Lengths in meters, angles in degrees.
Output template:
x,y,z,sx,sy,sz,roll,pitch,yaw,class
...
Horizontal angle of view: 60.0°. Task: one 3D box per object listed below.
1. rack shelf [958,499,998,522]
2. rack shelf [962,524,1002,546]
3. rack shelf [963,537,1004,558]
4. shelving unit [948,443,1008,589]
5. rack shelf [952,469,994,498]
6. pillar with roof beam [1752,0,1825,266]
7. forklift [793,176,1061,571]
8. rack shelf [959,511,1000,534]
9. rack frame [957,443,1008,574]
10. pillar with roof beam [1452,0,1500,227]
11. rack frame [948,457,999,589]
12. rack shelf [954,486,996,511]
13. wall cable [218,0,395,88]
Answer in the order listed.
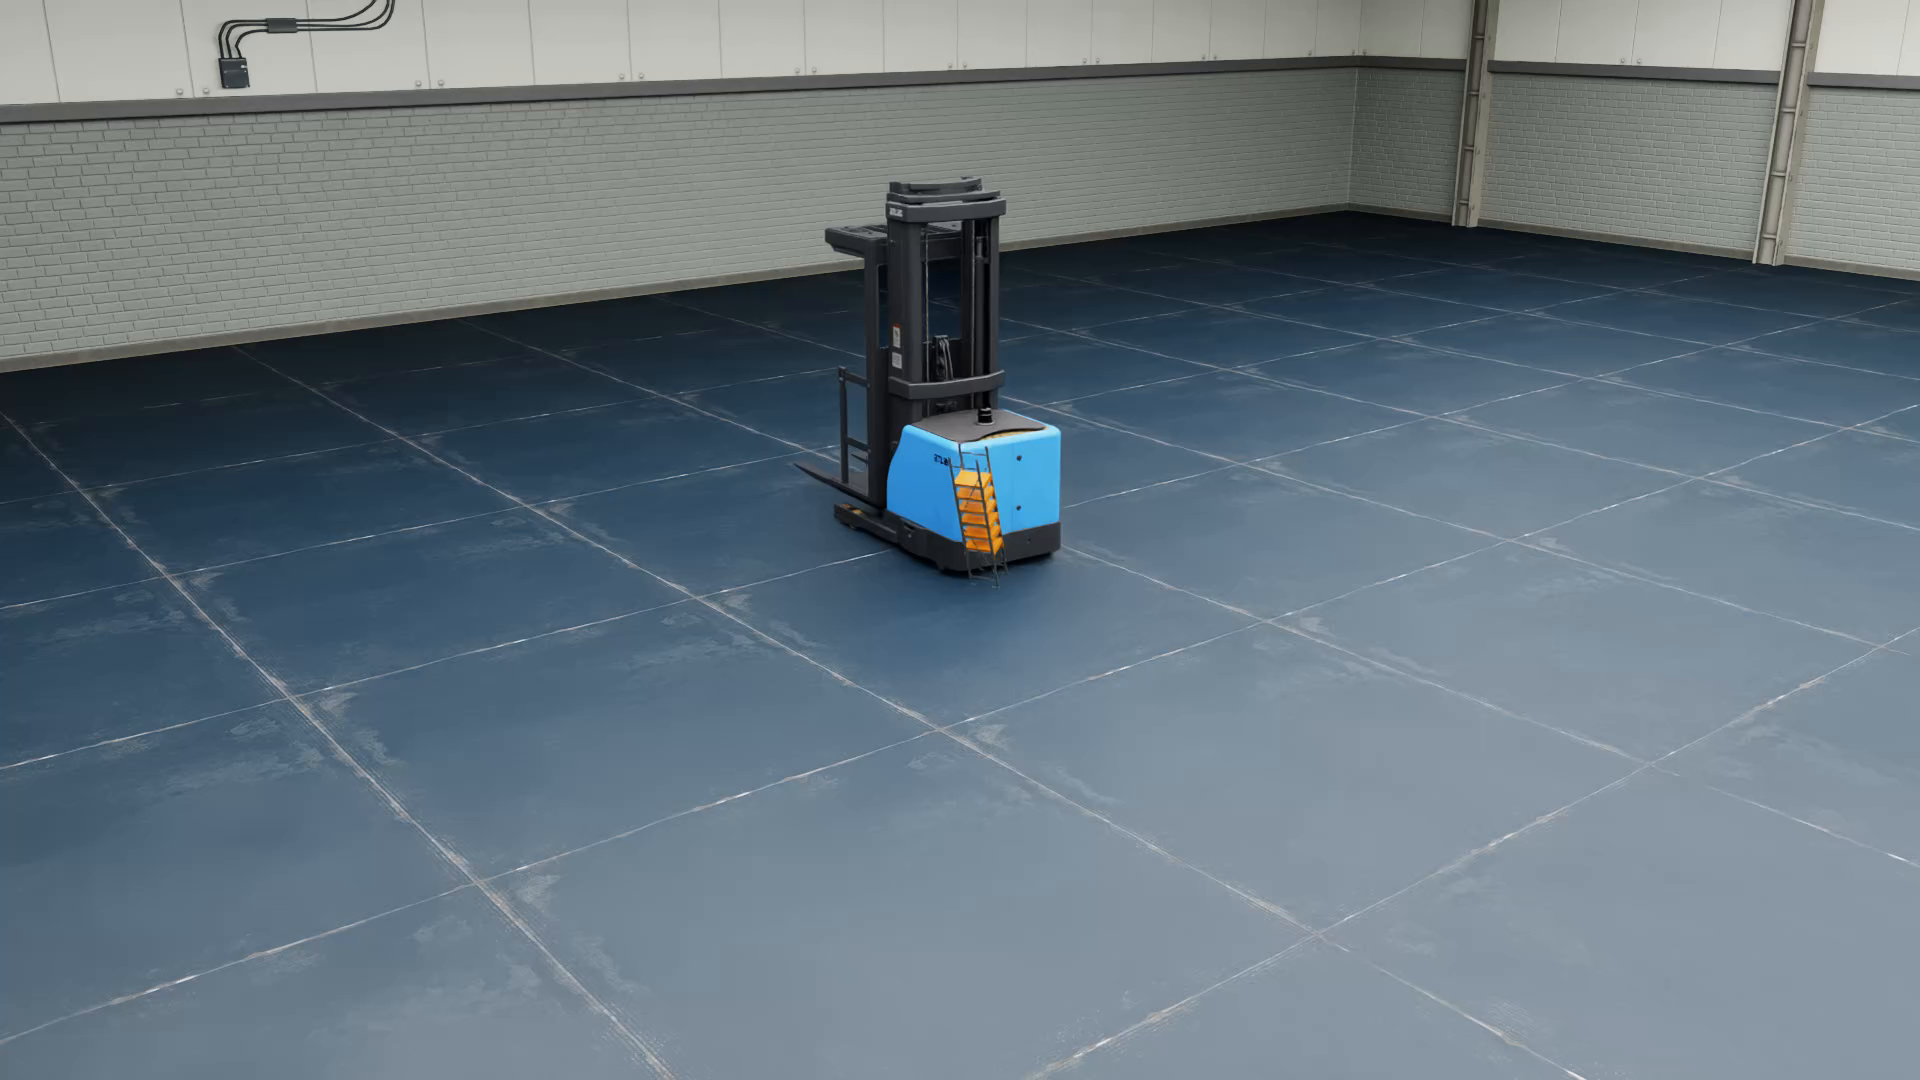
x,y,z,sx,sy,sz,roll,pitch,yaw,class
0.131,-0.231,12.438,0.258,0.103,0.180,8,40,23,rack shelf
0.165,-0.042,12.582,0.258,0.103,0.180,8,40,23,rack shelf
0.183,0.052,12.653,0.258,0.103,0.180,8,40,23,rack shelf
0.142,-0.172,12.483,0.258,1.200,0.189,8,40,23,shelving unit
0.097,-0.421,12.294,0.258,0.103,0.180,8,40,23,rack shelf
10.159,-8.063,23.898,9.100,9.000,0.400,-14,23,-36,pillar with roof beam
-0.422,-1.556,13.899,1.130,2.935,3.031,-12,22,-32,forklift
0.148,-0.137,12.510,0.258,0.103,0.180,8,40,23,rack shelf
0.177,-0.227,12.547,0.240,1.200,0.006,8,40,23,rack frame
6.433,-9.542,28.363,9.100,9.000,0.400,-14,23,-36,pillar with roof beam
0.107,-0.117,12.419,0.240,1.200,0.006,8,40,23,rack frame
0.114,-0.326,12.366,0.258,0.103,0.180,8,40,23,rack shelf
-8.225,-8.681,20.354,2.305,6.003,0.169,-14,23,-36,wall cable
